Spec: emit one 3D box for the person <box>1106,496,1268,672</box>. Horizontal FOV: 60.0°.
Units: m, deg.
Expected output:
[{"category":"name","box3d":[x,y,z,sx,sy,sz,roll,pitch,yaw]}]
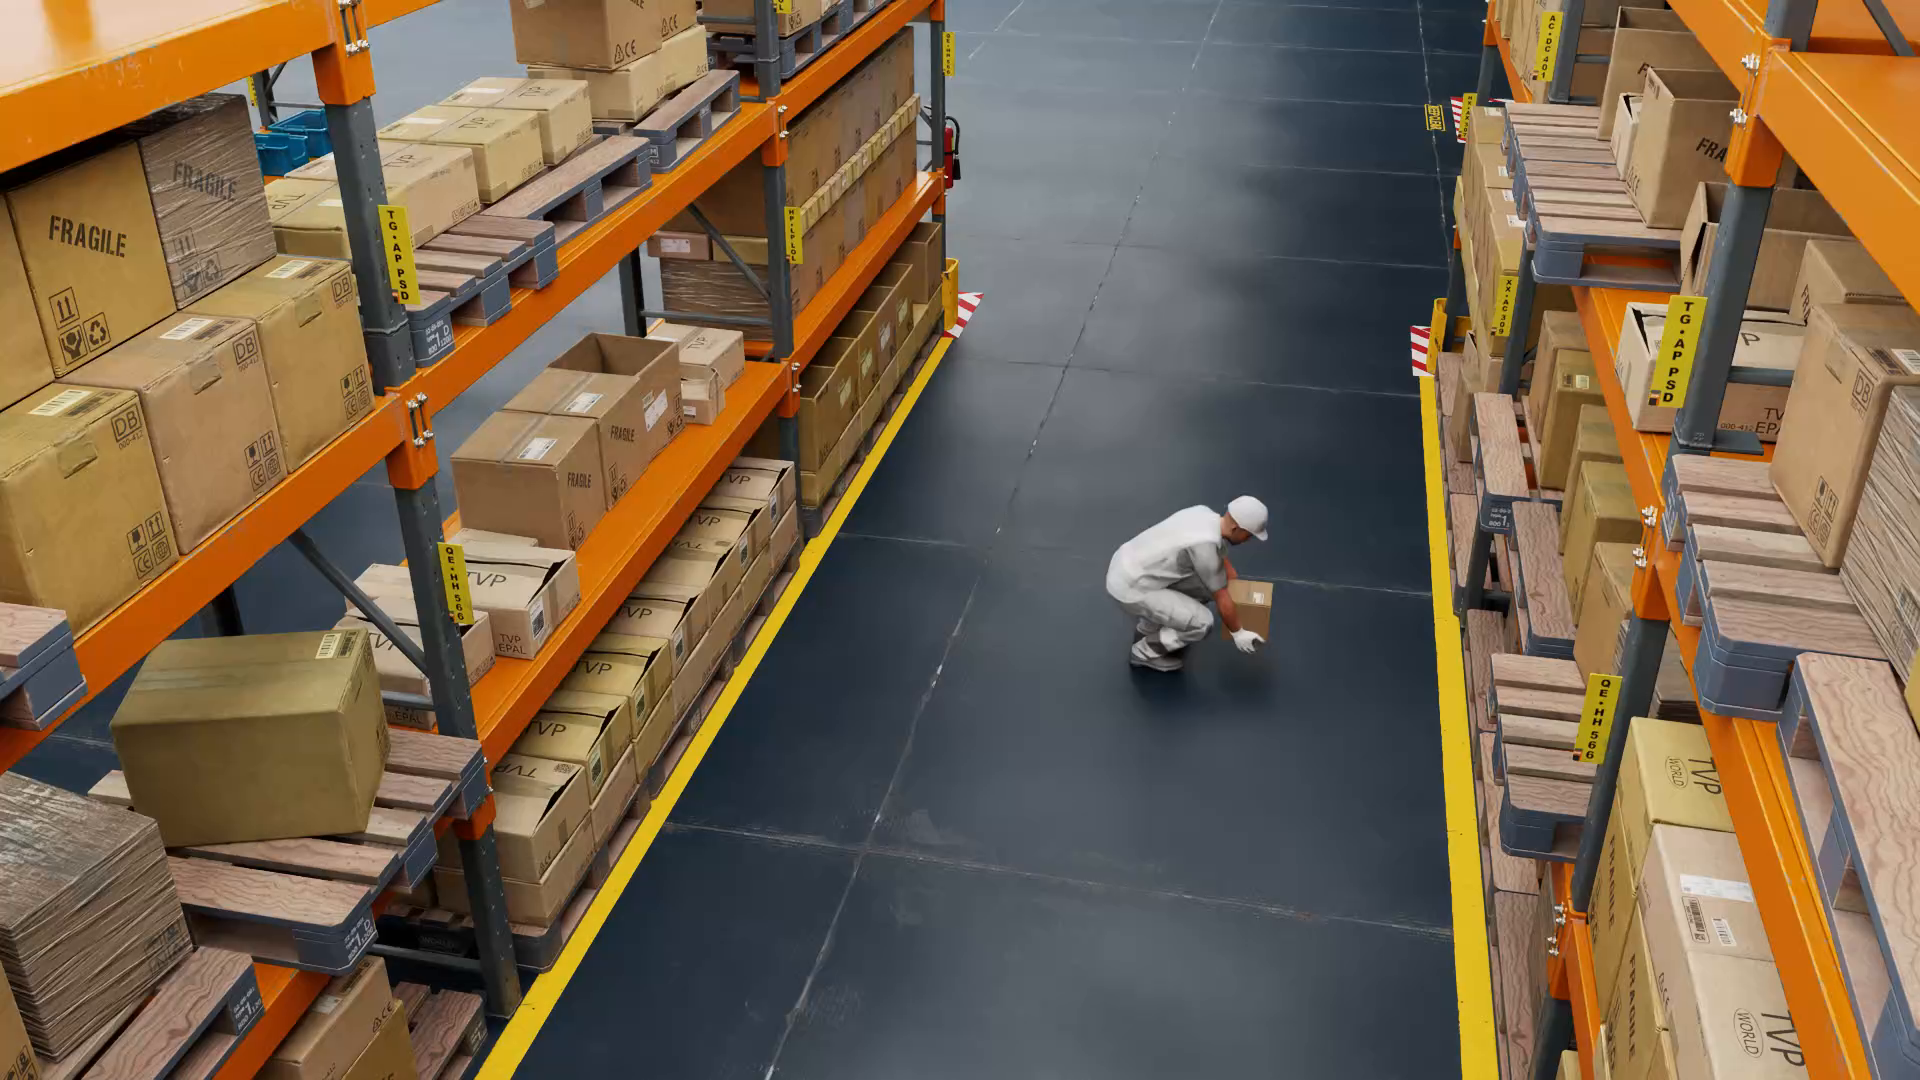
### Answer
[{"category":"person","box3d":[1.245,0.208,9.053,0.892,0.998,0.547,5,29,10]}]
